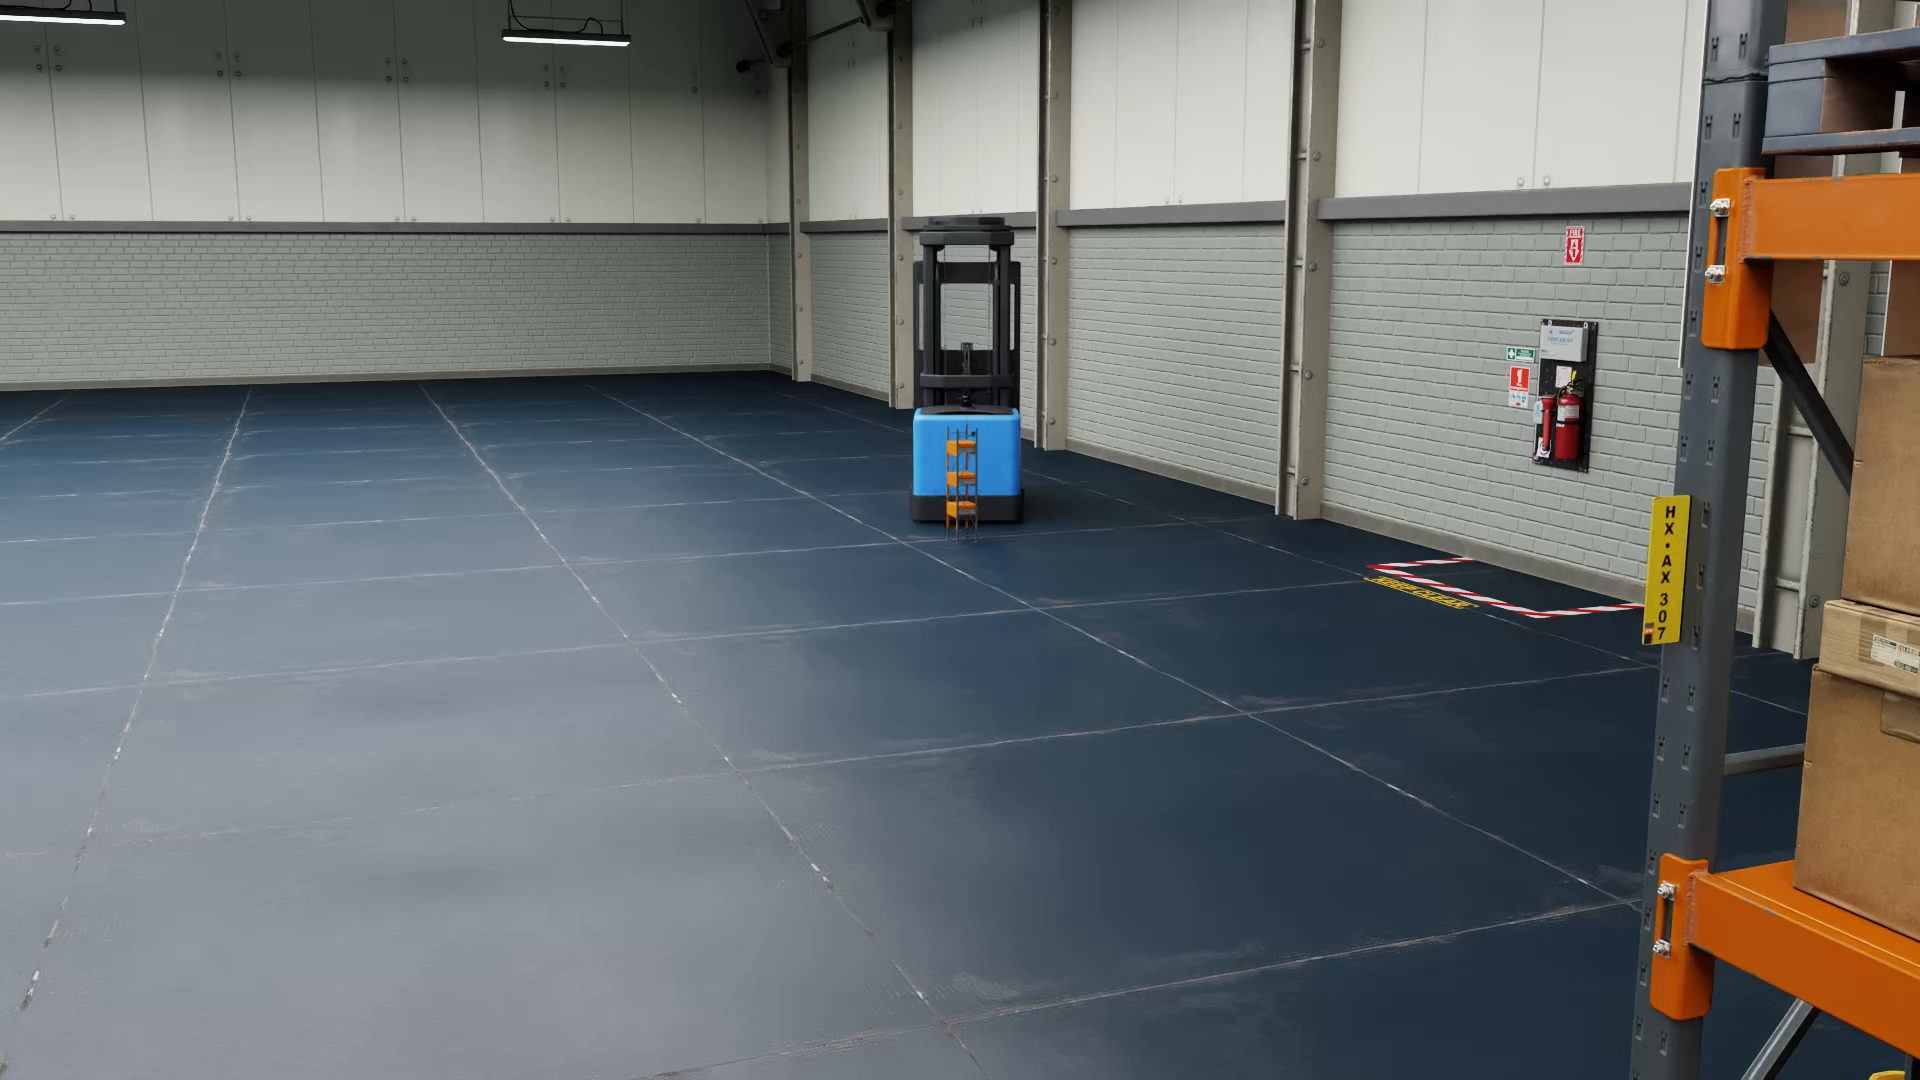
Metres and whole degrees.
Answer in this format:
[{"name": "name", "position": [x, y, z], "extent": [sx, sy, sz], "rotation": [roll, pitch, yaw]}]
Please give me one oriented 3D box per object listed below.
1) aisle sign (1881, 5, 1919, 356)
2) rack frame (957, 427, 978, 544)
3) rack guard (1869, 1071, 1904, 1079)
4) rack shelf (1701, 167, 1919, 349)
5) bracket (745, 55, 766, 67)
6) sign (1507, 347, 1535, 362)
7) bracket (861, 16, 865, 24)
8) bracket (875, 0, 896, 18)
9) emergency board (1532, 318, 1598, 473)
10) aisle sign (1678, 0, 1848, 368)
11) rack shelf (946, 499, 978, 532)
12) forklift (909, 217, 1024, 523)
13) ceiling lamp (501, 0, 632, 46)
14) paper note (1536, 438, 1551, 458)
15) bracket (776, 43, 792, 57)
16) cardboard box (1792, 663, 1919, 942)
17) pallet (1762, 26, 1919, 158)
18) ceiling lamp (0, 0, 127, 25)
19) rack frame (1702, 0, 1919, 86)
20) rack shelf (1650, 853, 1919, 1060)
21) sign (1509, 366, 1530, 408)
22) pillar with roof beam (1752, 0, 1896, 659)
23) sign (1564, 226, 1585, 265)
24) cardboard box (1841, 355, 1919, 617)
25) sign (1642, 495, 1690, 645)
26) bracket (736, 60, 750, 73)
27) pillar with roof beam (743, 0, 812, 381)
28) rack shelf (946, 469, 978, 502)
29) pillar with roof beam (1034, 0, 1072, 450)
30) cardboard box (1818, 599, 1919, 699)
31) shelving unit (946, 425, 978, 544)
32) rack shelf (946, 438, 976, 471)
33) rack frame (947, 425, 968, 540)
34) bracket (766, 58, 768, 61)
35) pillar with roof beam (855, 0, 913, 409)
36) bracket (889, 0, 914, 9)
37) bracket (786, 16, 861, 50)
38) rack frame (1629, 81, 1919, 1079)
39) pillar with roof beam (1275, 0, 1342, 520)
[{"name": "aisle sign", "position": [2.305, -0.812, 3.829], "extent": [0.394, 0.787, 0.004], "rotation": [-4, 11, -21]}, {"name": "rack frame", "position": [0.064, -0.488, 14.997], "extent": [0.200, 1.050, 0.008], "rotation": [-4, 11, -21]}, {"name": "rack guard", "position": [2.046, 1.724, 4.132], "extent": [1.175, 0.500, 0.348], "rotation": [-4, 11, -21]}, {"name": "rack shelf", "position": [2.780, -0.299, 1.857], "extent": [1.077, 0.370, 4.000], "rotation": [-4, 11, -21]}, {"name": "bracket", "position": [-4.267, -9.717, 33.904], "extent": [0.076, 0.066, 3.189], "rotation": [-4, 11, -21]}, {"name": "sign", "position": [4.585, -1.518, 13.603], "extent": [0.001, 0.109, 0.331], "rotation": [-4, 11, -21]}, {"name": "bracket", "position": [-1.448, -8.447, 26.765], "extent": [0.235, 0.232, 0.430], "rotation": [-4, 11, -21]}, {"name": "bracket", "position": [-1.147, -8.312, 26.004], "extent": [0.235, 0.232, 0.430], "rotation": [-4, 11, -21]}, {"name": "emergency board", "position": [4.696, -1.144, 13.116], "extent": [0.194, 1.169, 0.643], "rotation": [-4, 11, -21]}, {"name": "aisle sign", "position": [1.746, -0.774, 3.615], "extent": [0.394, 0.787, 0.004], "rotation": [-4, 11, -21]}, {"name": "rack shelf", "position": [0.019, -0.224, 15.159], "extent": [0.215, 0.259, 0.240], "rotation": [-4, 11, -21]}, {"name": "forklift", "position": [0.068, -1.822, 17.123], "extent": [1.130, 2.935, 3.031], "rotation": [0, 10, 0]}, {"name": "ceiling lamp", "position": [-6.364, -9.537, 26.505], "extent": [2.000, 3.185, 0.800], "rotation": [-4, 11, -21]}, {"name": "paper note", "position": [4.697, -0.743, 13.380], "extent": [0.016, 0.148, 0.142], "rotation": [-4, 11, -21]}, {"name": "bracket", "position": [-3.321, -9.291, 31.509], "extent": [0.235, 0.232, 0.430], "rotation": [-4, 11, -21]}, {"name": "cardboard box", "position": [2.212, 0.525, 3.450], "extent": [0.700, 0.500, 0.500], "rotation": [-4, 11, -21]}, {"name": "pallet", "position": [2.287, -0.819, 2.978], "extent": [1.003, 0.211, 1.213], "rotation": [-4, 11, -21]}, {"name": "ceiling lamp", "position": [-13.205, -9.072, 23.887], "extent": [2.000, 3.185, 0.800], "rotation": [-4, 11, -21]}, {"name": "rack frame", "position": [2.055, -2.457, 3.366], "extent": [1.000, 3.000, 0.127], "rotation": [-4, 11, -21]}, {"name": "rack shelf", "position": [2.780, 1.178, 2.119], "extent": [1.077, 0.370, 4.000], "rotation": [-4, 11, -21]}, {"name": "sign", "position": [4.592, -1.258, 13.657], "extent": [0.001, 0.329, 0.234], "rotation": [-4, 11, -21]}, {"name": "pillar with roof beam", "position": [1.544, -3.419, 8.773], "extent": [9.100, 9.000, 0.400], "rotation": [-4, 11, -21]}, {"name": "sign", "position": [4.786, -2.293, 12.956], "extent": [0.001, 0.298, 0.199], "rotation": [-4, 11, -21]}, {"name": "cardboard box", "position": [2.231, -0.105, 3.288], "extent": [0.700, 0.500, 0.500], "rotation": [-4, 11, -21]}, {"name": "sign", "position": [1.536, 0.066, 3.616], "extent": [0.100, 0.325, 0.005], "rotation": [-4, 11, -21]}, {"name": "bracket", "position": [-4.481, -9.813, 34.446], "extent": [0.235, 0.232, 0.430], "rotation": [-4, 11, -21]}, {"name": "pillar with roof beam", "position": [-7.153, -7.336, 30.796], "extent": [9.100, 9.000, 0.548], "rotation": [-4, 11, -21]}, {"name": "rack shelf", "position": [0.019, -0.498, 15.111], "extent": [0.215, 0.259, 0.240], "rotation": [-4, 11, -21]}, {"name": "pillar with roof beam", "position": [-2.805, -5.377, 19.785], "extent": [9.100, 9.000, 0.400], "rotation": [-4, 11, -21]}, {"name": "cardboard box", "position": [1.996, 0.206, 3.389], "extent": [0.380, 0.149, 0.250], "rotation": [-4, 11, -21]}, {"name": "shelving unit", "position": [0.019, -0.508, 15.109], "extent": [0.215, 1.050, 0.252], "rotation": [-4, 11, -21]}, {"name": "rack shelf", "position": [0.019, -0.777, 15.061], "extent": [0.215, 0.259, 0.240], "rotation": [-4, 11, -21]}, {"name": "rack frame", "position": [-0.025, -0.528, 15.221], "extent": [0.200, 1.050, 0.008], "rotation": [-4, 11, -21]}, {"name": "bracket", "position": [-3.622, -9.427, 32.271], "extent": [0.235, 0.232, 0.430], "rotation": [-4, 11, -21]}, {"name": "pillar with roof beam", "position": [-4.979, -6.357, 25.290], "extent": [9.100, 9.000, 0.548], "rotation": [-4, 11, -21]}, {"name": "bracket", "position": [-0.213, -7.891, 23.639], "extent": [0.076, 0.066, 4.783], "rotation": [-4, 11, -21]}, {"name": "bracket", "position": [-2.388, -8.871, 29.145], "extent": [0.076, 0.066, 4.783], "rotation": [-4, 11, -21]}, {"name": "rack frame", "position": [2.055, 0.497, 3.892], "extent": [1.000, 3.000, 0.127], "rotation": [-4, 11, -21]}, {"name": "pillar with roof beam", "position": [-0.630, -4.398, 14.279], "extent": [9.100, 9.000, 0.400], "rotation": [-4, 11, -21]}]
